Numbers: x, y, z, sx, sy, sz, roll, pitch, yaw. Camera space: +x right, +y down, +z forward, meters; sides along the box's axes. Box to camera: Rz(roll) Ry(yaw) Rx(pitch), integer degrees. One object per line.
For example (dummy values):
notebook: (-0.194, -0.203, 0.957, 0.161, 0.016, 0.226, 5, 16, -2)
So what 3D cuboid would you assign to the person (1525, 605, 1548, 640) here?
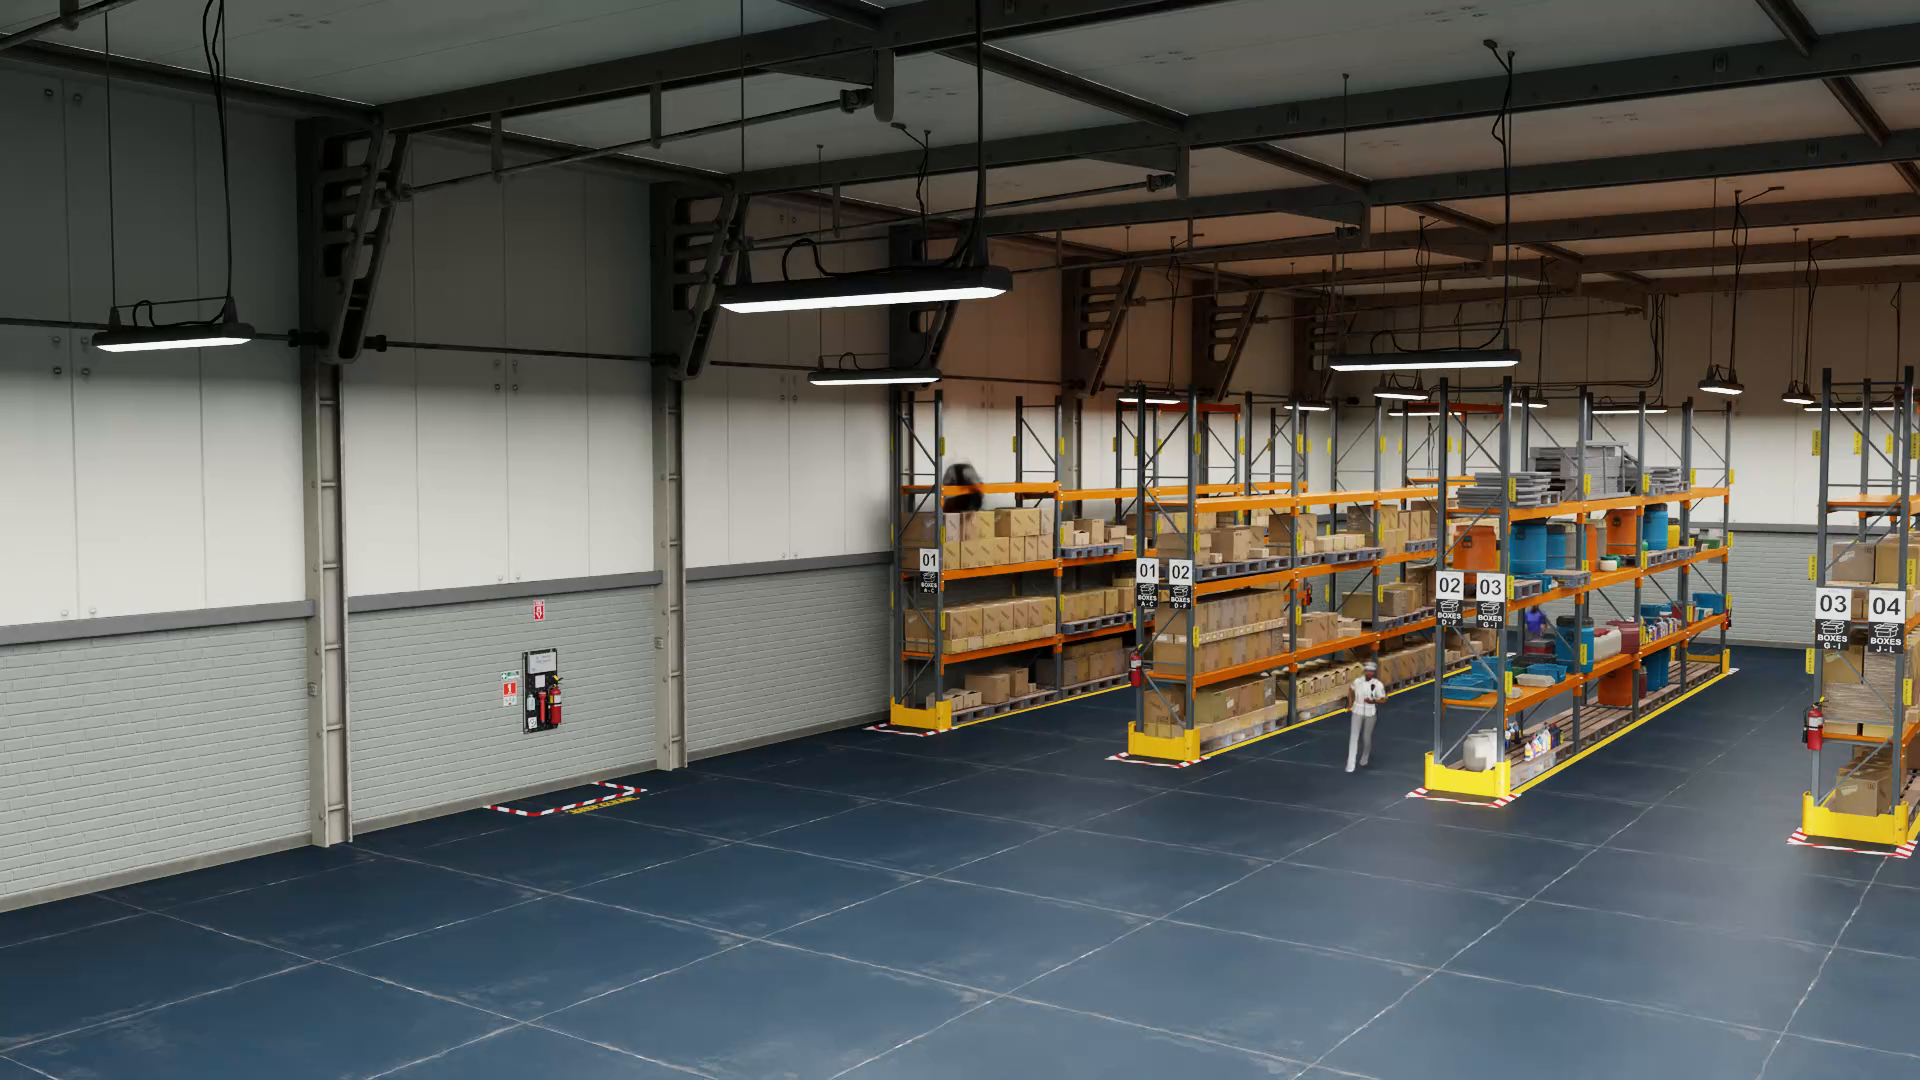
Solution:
person: (12.581, 2.147, 36.495, 0.569, 1.597, 0.519, 1, 3, 22)

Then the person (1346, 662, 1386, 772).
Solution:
person: (6.238, 2.685, 25.520, 0.593, 1.667, 0.975, 1, 3, 20)
